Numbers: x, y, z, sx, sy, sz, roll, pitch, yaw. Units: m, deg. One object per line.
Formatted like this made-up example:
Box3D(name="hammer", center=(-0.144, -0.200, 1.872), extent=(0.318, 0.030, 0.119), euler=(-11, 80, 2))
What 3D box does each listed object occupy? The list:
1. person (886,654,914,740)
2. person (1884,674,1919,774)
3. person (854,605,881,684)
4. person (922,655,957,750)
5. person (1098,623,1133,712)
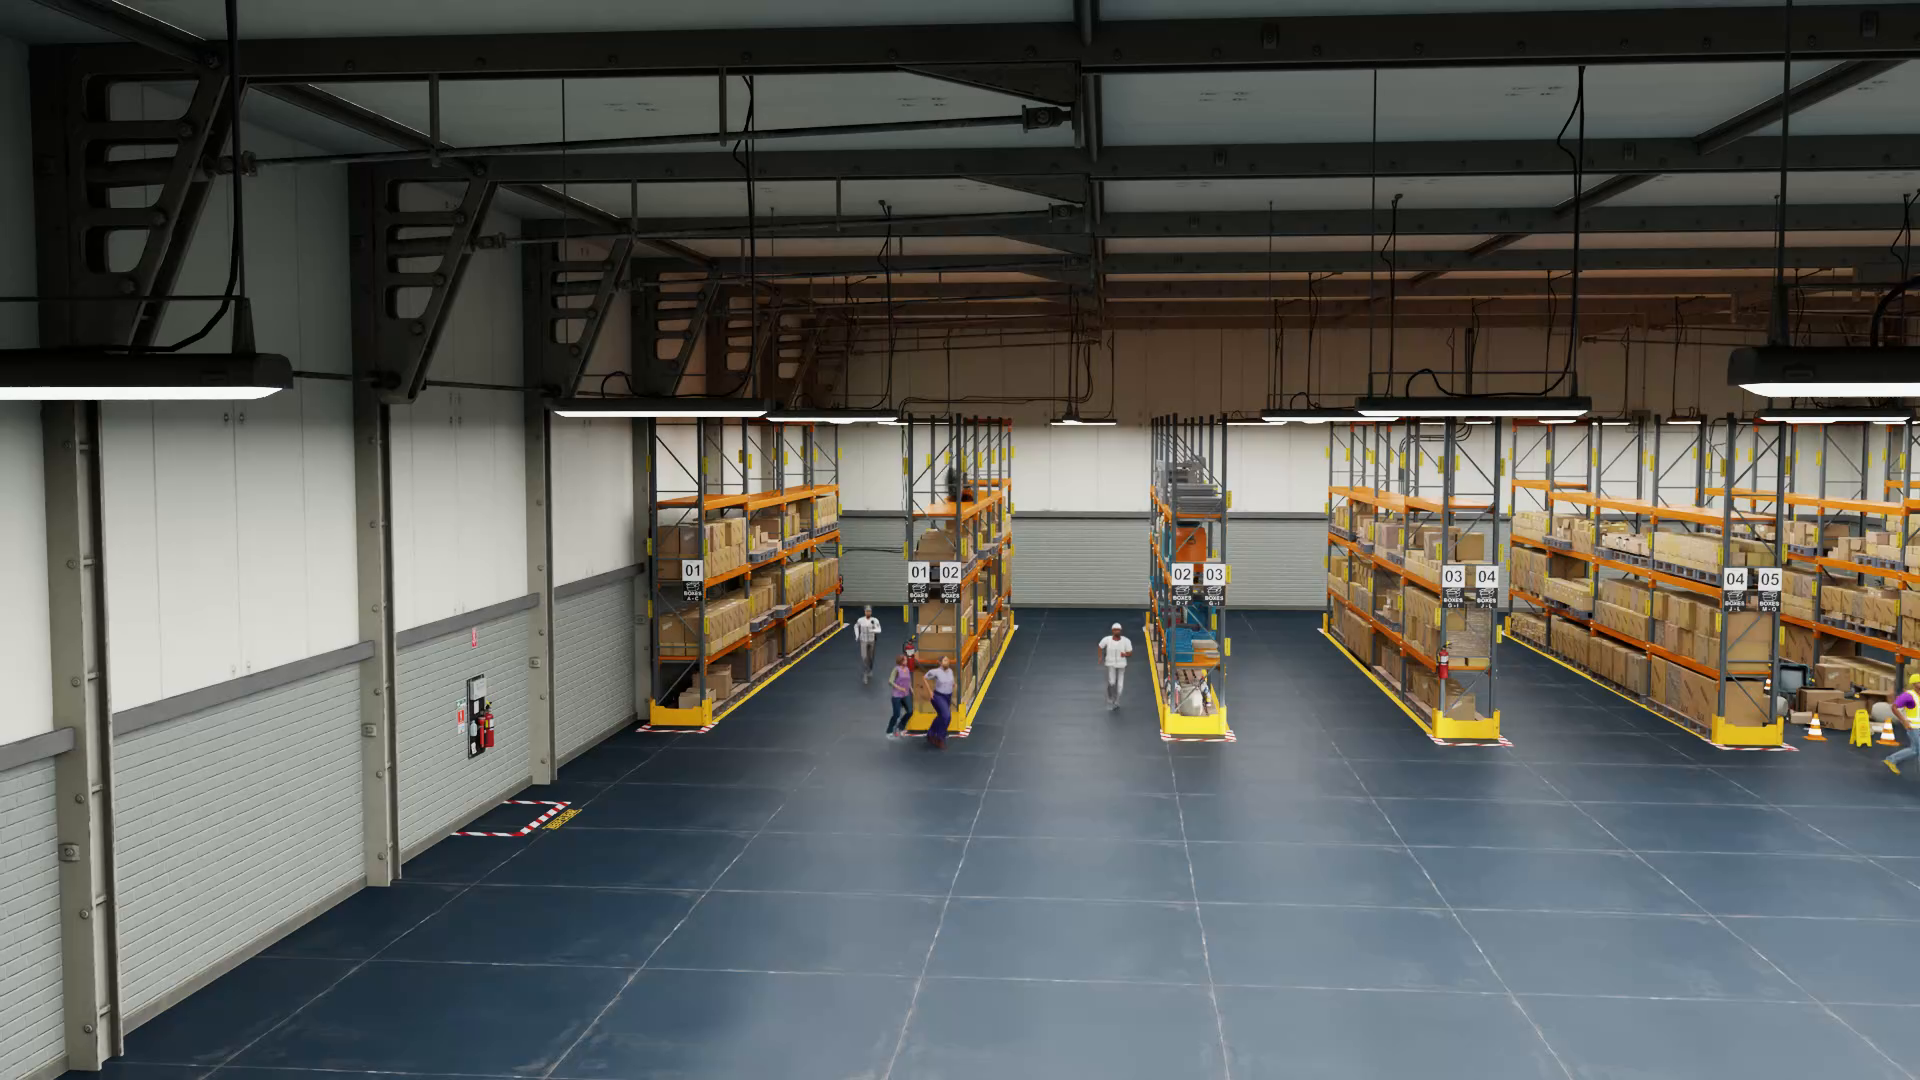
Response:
Box3D(name="person", center=(-1.059, 2.882, 30.554), extent=(0.615, 1.565, 0.572), euler=(-3, 5, -41))
Box3D(name="person", center=(15.416, 3.035, 26.844), extent=(0.685, 1.776, 0.905), euler=(-3, 5, -35))
Box3D(name="person", center=(-2.083, 2.333, 37.639), extent=(0.593, 1.722, 0.837), euler=(0, 4, -6))
Box3D(name="person", center=(-0.331, 2.910, 29.900), extent=(0.678, 1.684, 0.589), euler=(3, 5, 39))
Box3D(name="person", center=(3.155, 2.579, 33.685), extent=(0.671, 1.801, 0.728), euler=(0, 4, -2))
